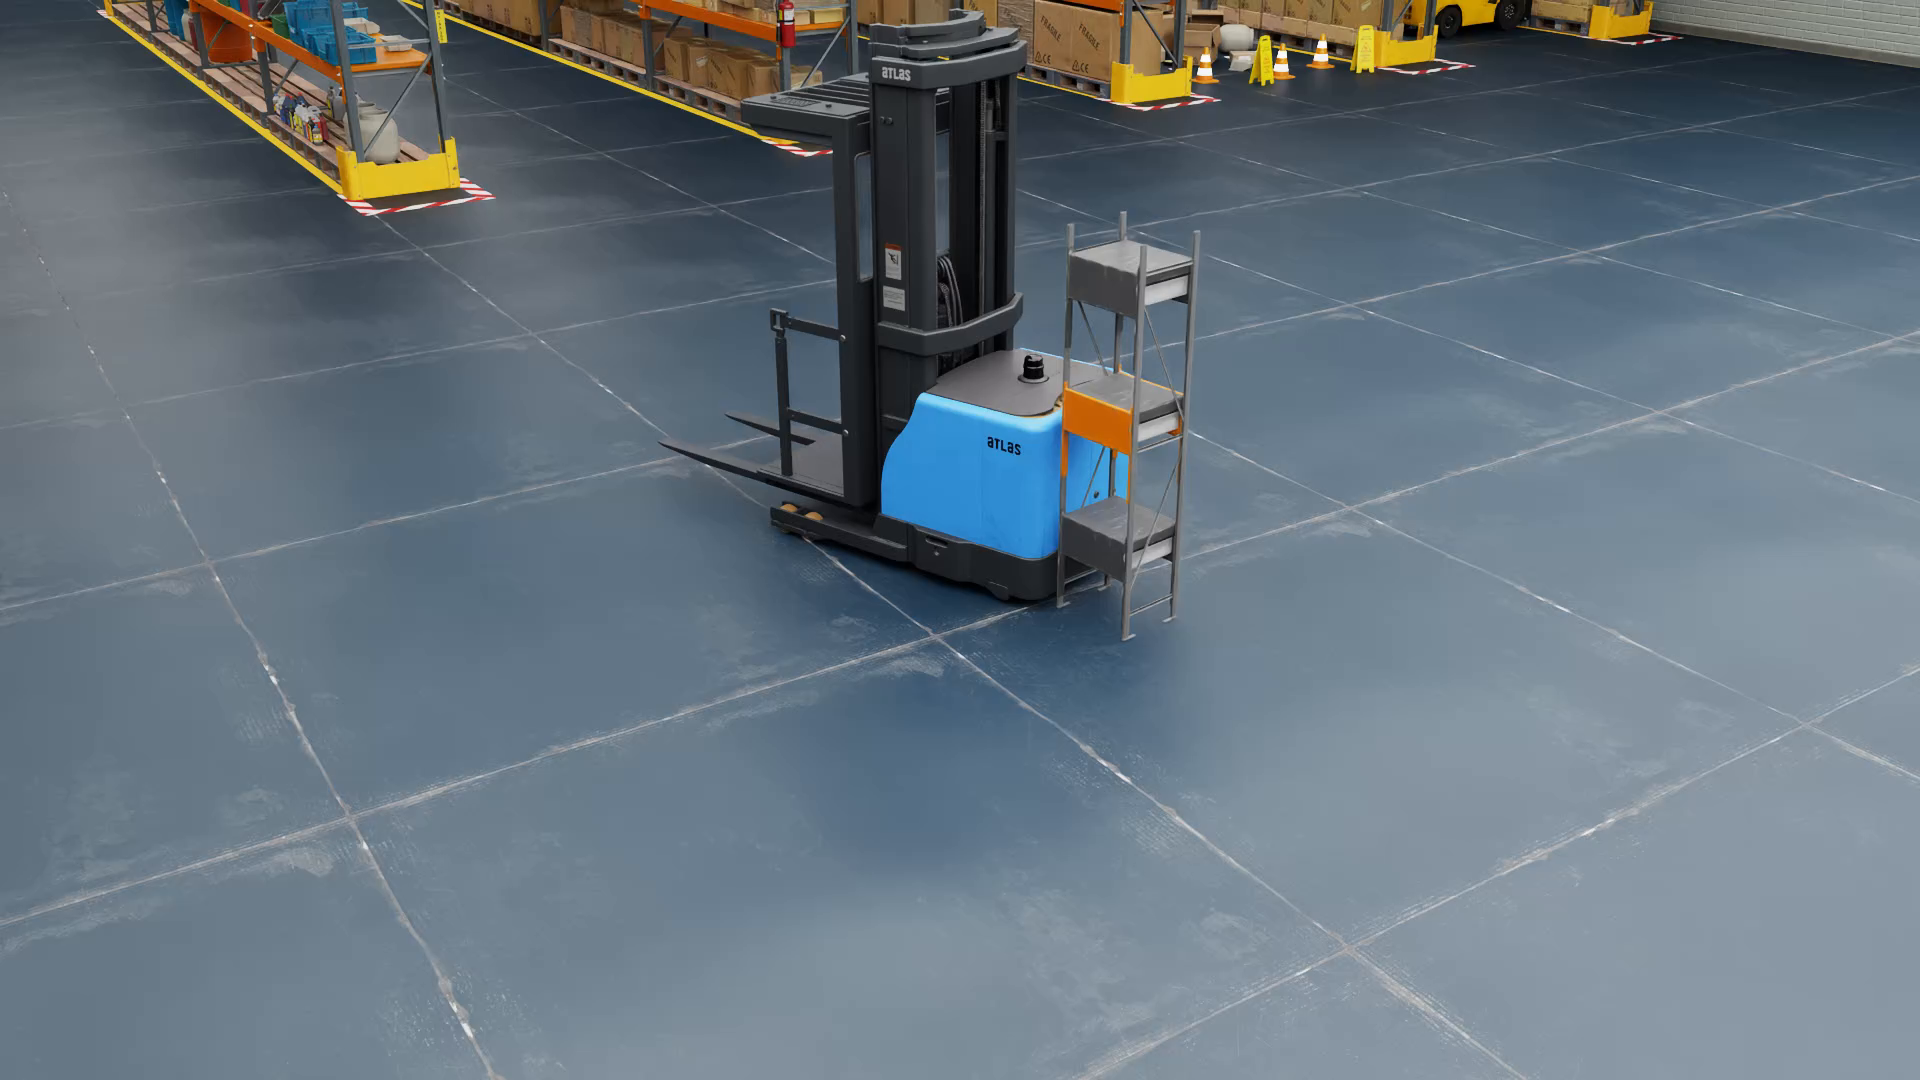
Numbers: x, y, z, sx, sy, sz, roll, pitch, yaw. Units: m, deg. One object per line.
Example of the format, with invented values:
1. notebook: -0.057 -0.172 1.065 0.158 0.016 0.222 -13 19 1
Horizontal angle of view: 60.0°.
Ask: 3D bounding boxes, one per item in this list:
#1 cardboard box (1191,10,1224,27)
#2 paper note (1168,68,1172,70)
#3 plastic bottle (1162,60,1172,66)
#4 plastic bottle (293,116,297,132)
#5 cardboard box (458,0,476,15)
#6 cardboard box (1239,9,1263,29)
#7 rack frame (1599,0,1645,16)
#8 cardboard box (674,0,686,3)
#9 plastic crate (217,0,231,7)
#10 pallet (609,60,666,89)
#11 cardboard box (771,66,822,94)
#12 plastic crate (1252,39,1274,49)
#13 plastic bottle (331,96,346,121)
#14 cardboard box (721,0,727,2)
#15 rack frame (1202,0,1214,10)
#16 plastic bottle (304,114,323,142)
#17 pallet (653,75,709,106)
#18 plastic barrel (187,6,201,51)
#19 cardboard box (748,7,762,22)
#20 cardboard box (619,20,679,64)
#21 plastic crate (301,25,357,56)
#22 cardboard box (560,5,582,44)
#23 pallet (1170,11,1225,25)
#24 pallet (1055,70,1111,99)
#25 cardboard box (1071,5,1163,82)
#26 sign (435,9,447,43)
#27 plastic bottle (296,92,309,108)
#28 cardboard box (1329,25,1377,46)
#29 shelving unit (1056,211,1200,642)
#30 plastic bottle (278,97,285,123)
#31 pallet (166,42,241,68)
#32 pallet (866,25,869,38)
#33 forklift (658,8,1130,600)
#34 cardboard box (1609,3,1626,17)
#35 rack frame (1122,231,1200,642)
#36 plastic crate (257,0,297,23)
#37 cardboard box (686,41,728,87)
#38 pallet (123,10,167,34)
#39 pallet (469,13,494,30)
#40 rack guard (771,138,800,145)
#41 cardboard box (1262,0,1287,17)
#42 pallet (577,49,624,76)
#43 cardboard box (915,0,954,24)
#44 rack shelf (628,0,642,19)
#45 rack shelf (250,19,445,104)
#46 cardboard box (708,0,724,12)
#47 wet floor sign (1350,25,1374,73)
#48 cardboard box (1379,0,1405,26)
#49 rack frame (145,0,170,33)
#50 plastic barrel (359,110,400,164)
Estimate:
1. cardboard box: 3.904 -8.098 26.316 0.500 0.500 0.500 3 25 6
2. paper note: 3.139 -6.906 24.344 0.144 0.017 0.142 -6 26 -12
3. plastic bottle: 3.109 -7.068 24.652 0.283 0.061 0.133 18 31 33
4. plastic bottle: -7.663 -4.838 19.247 0.097 0.201 0.097 0 25 0
5. cardboard box: -7.845 -9.485 28.325 1.225 0.875 0.875 -15 29 -29
6. cardboard box: 4.856 -8.412 26.785 0.500 0.250 0.500 -14 29 -27
7. rack frame: 10.799 -9.655 26.689 1.000 3.000 0.127 -16 29 -30
8. cardboard box: -3.447 -6.996 21.351 0.380 0.149 0.250 -16 29 -30
9. plastic crate: -9.181 -6.925 21.155 0.450 0.188 0.662 -16 29 -30
10. pallet: -4.271 -6.636 23.559 1.003 0.211 1.213 -16 29 -30
11. cardboard box: -1.988 -5.474 20.269 0.500 0.500 0.500 -10 27 -20
12. plastic crate: 4.629 -7.855 26.295 0.583 0.080 0.402 18 31 33
13. plastic bottle: -7.407 -5.156 19.834 0.152 0.276 0.135 -16 29 -30
14. cardboard box: -2.548 -6.910 20.409 0.875 0.500 0.500 -16 29 -30
15. rack frame: 4.459 -9.928 27.266 1.000 3.000 0.127 -16 29 -30
16. plastic bottle: -7.295 -4.652 18.766 0.152 0.276 0.135 -15 29 -29
17. pallet: -3.448 -6.125 22.478 1.003 0.211 1.213 -16 29 -30
18. plastic barrel: -11.076 -7.569 24.603 0.600 0.588 0.708 -16 29 -30
19. cardboard box: -2.305 -6.295 19.865 0.380 0.149 0.250 -16 29 -30
20. cardboard box: -4.406 -7.087 23.661 0.700 0.500 0.500 -16 29 -30
21. plastic crate: -6.684 -5.309 17.657 0.499 0.251 0.408 -16 29 -30
22. cardboard box: -5.645 -7.883 25.347 0.700 0.500 0.500 -17 30 -32
23. pallet: 4.033 -8.945 28.451 1.003 0.211 1.213 -16 29 -30
24. pallet: 2.048 -6.314 22.878 1.003 0.211 1.213 -16 29 -30
25. cardboard box: 2.125 -6.764 22.561 0.875 0.875 0.875 -15 29 -29
26. sign: -5.347 -5.285 17.108 0.100 0.325 0.005 -16 29 -30
27. plastic bottle: -7.780 -5.113 19.656 0.144 0.351 0.185 -16 29 -30
28. cardboard box: 5.963 -7.679 25.231 0.500 0.250 0.500 -16 29 -30
29. shelving unit: 0.836 -0.556 8.469 0.431 2.100 0.503 -20 32 -36
30. plastic bottle: -7.988 -5.106 19.728 0.152 0.276 0.135 -14 29 -28
31. pallet: -11.305 -7.342 25.055 1.003 0.211 1.213 -16 29 -30
32. pallet: -0.788 -8.172 26.814 1.003 0.211 1.213 -16 29 -30
33. forklift: -0.503 -1.483 9.458 3.031 2.935 1.130 17 30 32
34. cardboard box: 10.695 -8.823 27.655 0.500 0.250 0.500 -15 29 -29
35. rack frame: 0.995 -0.478 8.302 0.400 2.100 0.015 -20 32 -36
36. plastic crate: -7.815 -6.219 19.483 0.767 0.338 0.504 -16 29 -30
37. cardboard box: -3.340 -6.322 22.065 0.500 0.500 0.500 -6 26 -13
38. pallet: -13.465 -8.755 28.049 1.003 0.211 1.213 -16 29 -30
39. pallet: -7.727 -8.960 28.484 1.003 0.211 1.213 -16 29 -30
40. rack guard: -1.702 -5.084 19.935 1.175 0.500 0.348 -16 29 -30
41. cardboard box: 5.138 -8.565 26.230 0.500 0.500 0.500 -14 29 -27
42. pallet: -4.941 -7.072 24.484 1.003 0.211 1.213 -16 29 -30
43. cardboard box: -0.048 -8.112 25.563 1.050 0.750 0.750 -16 29 -30
44. rack shelf: -4.936 -8.008 24.043 1.077 0.370 4.000 -16 29 -30
45. rack shelf: -6.902 -5.423 18.568 1.077 0.370 4.000 -16 29 -30
46. cardboard box: -2.896 -6.640 20.596 0.380 0.149 0.250 -16 29 -30
47. wet floor sign: 5.850 -7.115 24.066 0.267 0.644 0.232 -6 26 -12
48. cardboard box: 6.420 -8.144 25.338 0.500 0.500 0.500 -17 30 -31
49. rack frame: -12.361 -9.326 25.991 1.000 3.000 0.127 -16 29 -30
50. plastic barrel: -6.234 -4.316 17.801 0.421 0.512 0.421 0 25 0
